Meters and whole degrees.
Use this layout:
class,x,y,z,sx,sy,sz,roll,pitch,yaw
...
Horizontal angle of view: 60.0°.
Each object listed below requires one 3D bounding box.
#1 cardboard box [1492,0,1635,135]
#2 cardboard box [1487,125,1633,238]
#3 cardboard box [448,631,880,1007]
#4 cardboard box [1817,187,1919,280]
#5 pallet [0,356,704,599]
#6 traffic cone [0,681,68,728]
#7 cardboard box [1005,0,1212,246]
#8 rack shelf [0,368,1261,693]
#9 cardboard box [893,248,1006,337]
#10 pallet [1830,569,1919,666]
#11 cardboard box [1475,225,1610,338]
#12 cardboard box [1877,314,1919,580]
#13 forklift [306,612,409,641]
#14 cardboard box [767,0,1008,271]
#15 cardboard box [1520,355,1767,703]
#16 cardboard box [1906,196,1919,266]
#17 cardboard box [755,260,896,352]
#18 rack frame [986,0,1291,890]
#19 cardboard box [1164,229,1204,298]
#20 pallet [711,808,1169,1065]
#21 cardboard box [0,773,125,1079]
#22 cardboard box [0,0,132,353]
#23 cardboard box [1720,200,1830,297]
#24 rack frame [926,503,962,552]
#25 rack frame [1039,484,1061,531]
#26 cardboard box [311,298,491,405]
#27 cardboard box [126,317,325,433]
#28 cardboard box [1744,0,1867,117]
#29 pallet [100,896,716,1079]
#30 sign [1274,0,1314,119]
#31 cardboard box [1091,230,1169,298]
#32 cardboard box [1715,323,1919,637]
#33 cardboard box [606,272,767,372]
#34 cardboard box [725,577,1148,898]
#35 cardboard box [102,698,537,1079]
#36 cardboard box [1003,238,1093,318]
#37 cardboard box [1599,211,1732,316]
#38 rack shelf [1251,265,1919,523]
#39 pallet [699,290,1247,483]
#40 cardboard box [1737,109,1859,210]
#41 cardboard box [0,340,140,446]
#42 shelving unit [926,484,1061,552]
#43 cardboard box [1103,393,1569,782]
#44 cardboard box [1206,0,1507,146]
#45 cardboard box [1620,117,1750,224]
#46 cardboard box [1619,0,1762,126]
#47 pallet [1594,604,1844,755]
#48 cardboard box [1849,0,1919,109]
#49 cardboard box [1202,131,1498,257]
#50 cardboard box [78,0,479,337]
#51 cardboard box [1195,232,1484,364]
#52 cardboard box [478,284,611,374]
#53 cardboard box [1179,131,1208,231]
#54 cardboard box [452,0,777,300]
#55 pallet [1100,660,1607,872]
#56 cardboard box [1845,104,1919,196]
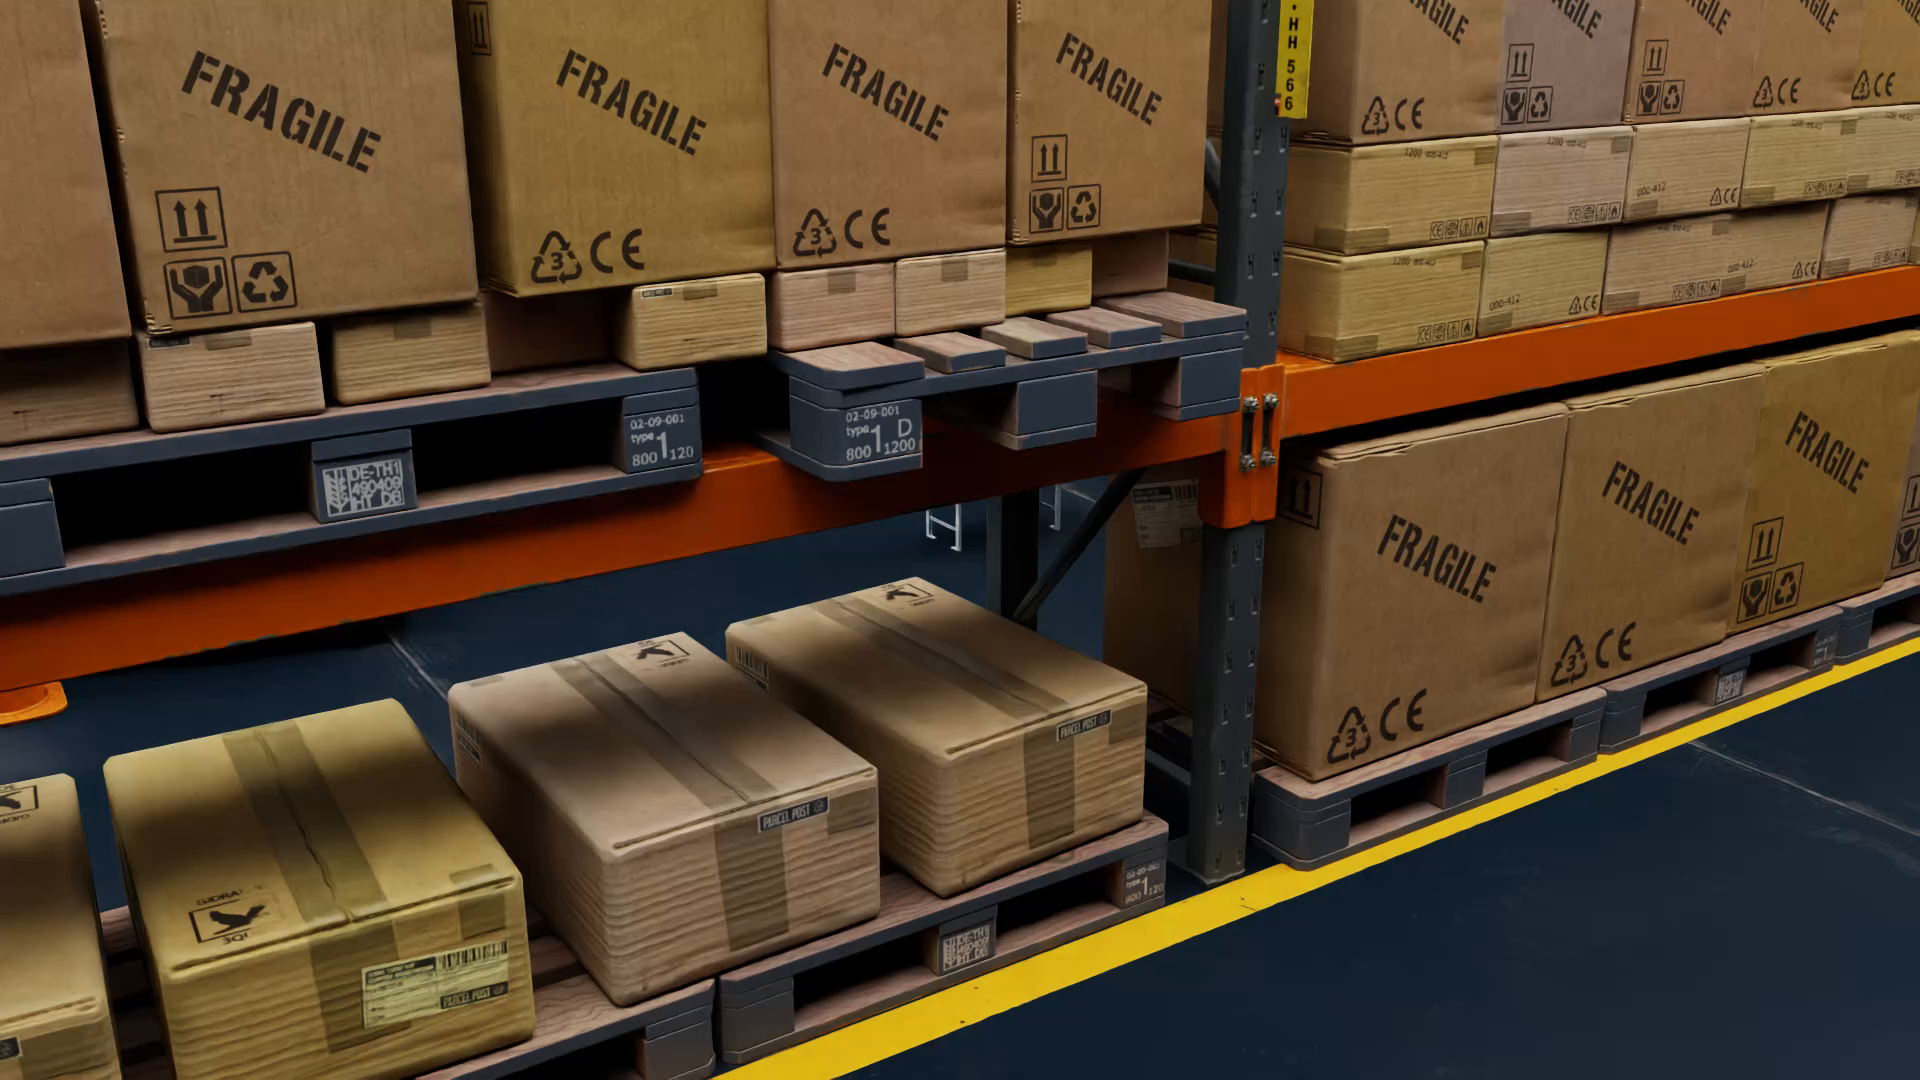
class,x,y,z,sx,sy,sz,roll,pitch,yaw
cardboard box,1.353,-1.324,4.260,0.500,0.500,0.500,-12,22,-31
cardboard box,1.389,-0.971,4.387,0.500,0.250,0.500,-11,22,-30
cardboard box,-0.691,0.584,3.783,0.625,0.372,0.950,-12,22,-32
cardboard box,2.645,-1.005,5.269,0.500,0.250,0.500,-13,22,-33
pallet,-1.233,-0.241,3.073,1.213,0.211,1.003,-12,22,-31
traffic cone,-2.985,0.304,5.124,0.334,0.463,0.336,-12,22,-31
cardboard box,0.171,-0.924,3.519,0.500,0.500,0.500,-13,22,-33
rack shelf,-1.272,0.002,3.179,4.000,0.370,1.077,-12,22,-31
cardboard box,-0.116,-0.528,3.359,0.250,0.149,0.380,-12,22,-32
pallet,3.136,0.081,6.175,1.213,0.211,1.003,-12,22,-31
cardboard box,1.364,-0.734,4.468,0.500,0.250,0.500,-13,22,-33
cardboard box,3.265,-0.458,6.077,0.875,0.875,0.875,-11,22,-30
forklift,-3.488,-1.066,5.320,3.031,2.935,1.130,-5,19,-15
cardboard box,-0.254,-0.830,3.240,0.500,0.500,0.500,-12,22,-32
cardboard box,1.768,-0.139,5.135,0.875,0.875,0.875,-12,22,-31
cardboard box,3.077,-1.089,5.517,0.500,0.250,0.500,-12,22,-32
cardboard box,-0.331,-0.485,3.234,0.250,0.149,0.380,-13,23,-34
rack frame,0.398,-0.691,4.106,0.127,3.000,1.000,-12,22,-31
cardboard box,0.678,-0.779,4.599,0.500,0.250,0.500,-13,23,-33
pallet,-0.255,0.767,4.147,1.213,0.211,1.003,-12,22,-31
cardboard box,-1.907,0.839,3.028,0.625,0.372,0.950,-10,21,-28
cardboard box,-1.555,-0.552,2.417,0.500,0.500,0.500,-12,22,-32
cardboard box,2.216,-0.913,4.996,0.500,0.250,0.500,-12,22,-31
rack frame,-0.066,-0.555,6.512,0.015,1.200,0.240,-12,22,-31
rack frame,0.342,-0.641,6.766,0.015,1.200,0.240,-12,22,-31
cardboard box,-0.997,-0.357,2.852,0.250,0.149,0.380,-13,22,-33
cardboard box,-1.203,-0.302,2.690,0.250,0.149,0.380,-11,22,-29
cardboard box,2.217,-1.499,4.777,0.500,0.500,0.500,-12,22,-31
pallet,-1.273,0.980,3.515,1.213,0.211,1.003,-12,22,-31
sign,0.704,-1.059,3.509,0.005,0.325,0.100,-12,22,-31
cardboard box,0.254,-0.651,3.722,0.250,0.149,0.380,-11,22,-29
cardboard box,2.515,-0.297,5.600,0.875,0.875,0.875,-11,22,-30
cardboard box,-0.553,-0.433,3.079,0.250,0.149,0.380,-11,22,-30
cardboard box,-0.079,0.451,4.173,0.625,0.372,0.950,-14,23,-35
cardboard box,-1.328,0.716,3.392,0.625,0.372,0.950,-11,22,-30
cardboard box,0.070,-0.584,3.525,0.250,0.149,0.380,-12,22,-31
cardboard box,1.806,-0.825,4.736,0.500,0.250,0.500,-11,22,-30
rack shelf,2.068,-0.703,5.263,4.000,0.370,1.077,-12,22,-31
pallet,-0.138,-0.446,3.681,1.003,0.211,1.213,-12,22,-31
cardboard box,2.243,-1.141,4.891,0.500,0.250,0.500,-11,22,-30
cardboard box,-1.454,-0.269,2.593,0.250,0.149,0.380,-12,22,-31
shelving unit,0.138,-0.598,6.639,0.503,1.200,0.258,-12,22,-31
cardboard box,1.021,0.017,4.673,0.875,0.875,0.875,-12,22,-32
cardboard box,0.945,-1.234,3.994,0.500,0.500,0.500,-13,22,-33
cardboard box,1.812,-1.056,4.637,0.500,0.250,0.500,-12,22,-32
cardboard box,1.794,-1.411,4.517,0.500,0.500,0.500,-11,22,-30
pallet,2.116,0.297,5.536,1.213,0.211,1.003,-12,22,-31
cardboard box,2.642,-1.594,5.059,0.500,0.500,0.500,-11,22,-30
cardboard box,0.957,-0.880,4.119,0.500,0.250,0.500,-12,22,-32
cardboard box,-1.132,-0.645,2.693,0.500,0.500,0.500,-13,23,-34
cardboard box,0.945,-0.639,4.186,0.500,0.250,0.500,-12,22,-32
cardboard box,-0.832,-0.423,3.048,0.250,0.149,0.380,-12,22,-31
cardboard box,0.663,-1.010,4.504,0.500,0.250,0.500,-12,22,-32
cardboard box,-0.675,-0.741,2.977,0.500,0.500,0.500,-14,23,-35
pallet,1.098,0.511,4.904,1.213,0.211,1.003,-12,22,-31
cardboard box,2.662,-1.236,5.171,0.500,0.250,0.500,-11,22,-30
